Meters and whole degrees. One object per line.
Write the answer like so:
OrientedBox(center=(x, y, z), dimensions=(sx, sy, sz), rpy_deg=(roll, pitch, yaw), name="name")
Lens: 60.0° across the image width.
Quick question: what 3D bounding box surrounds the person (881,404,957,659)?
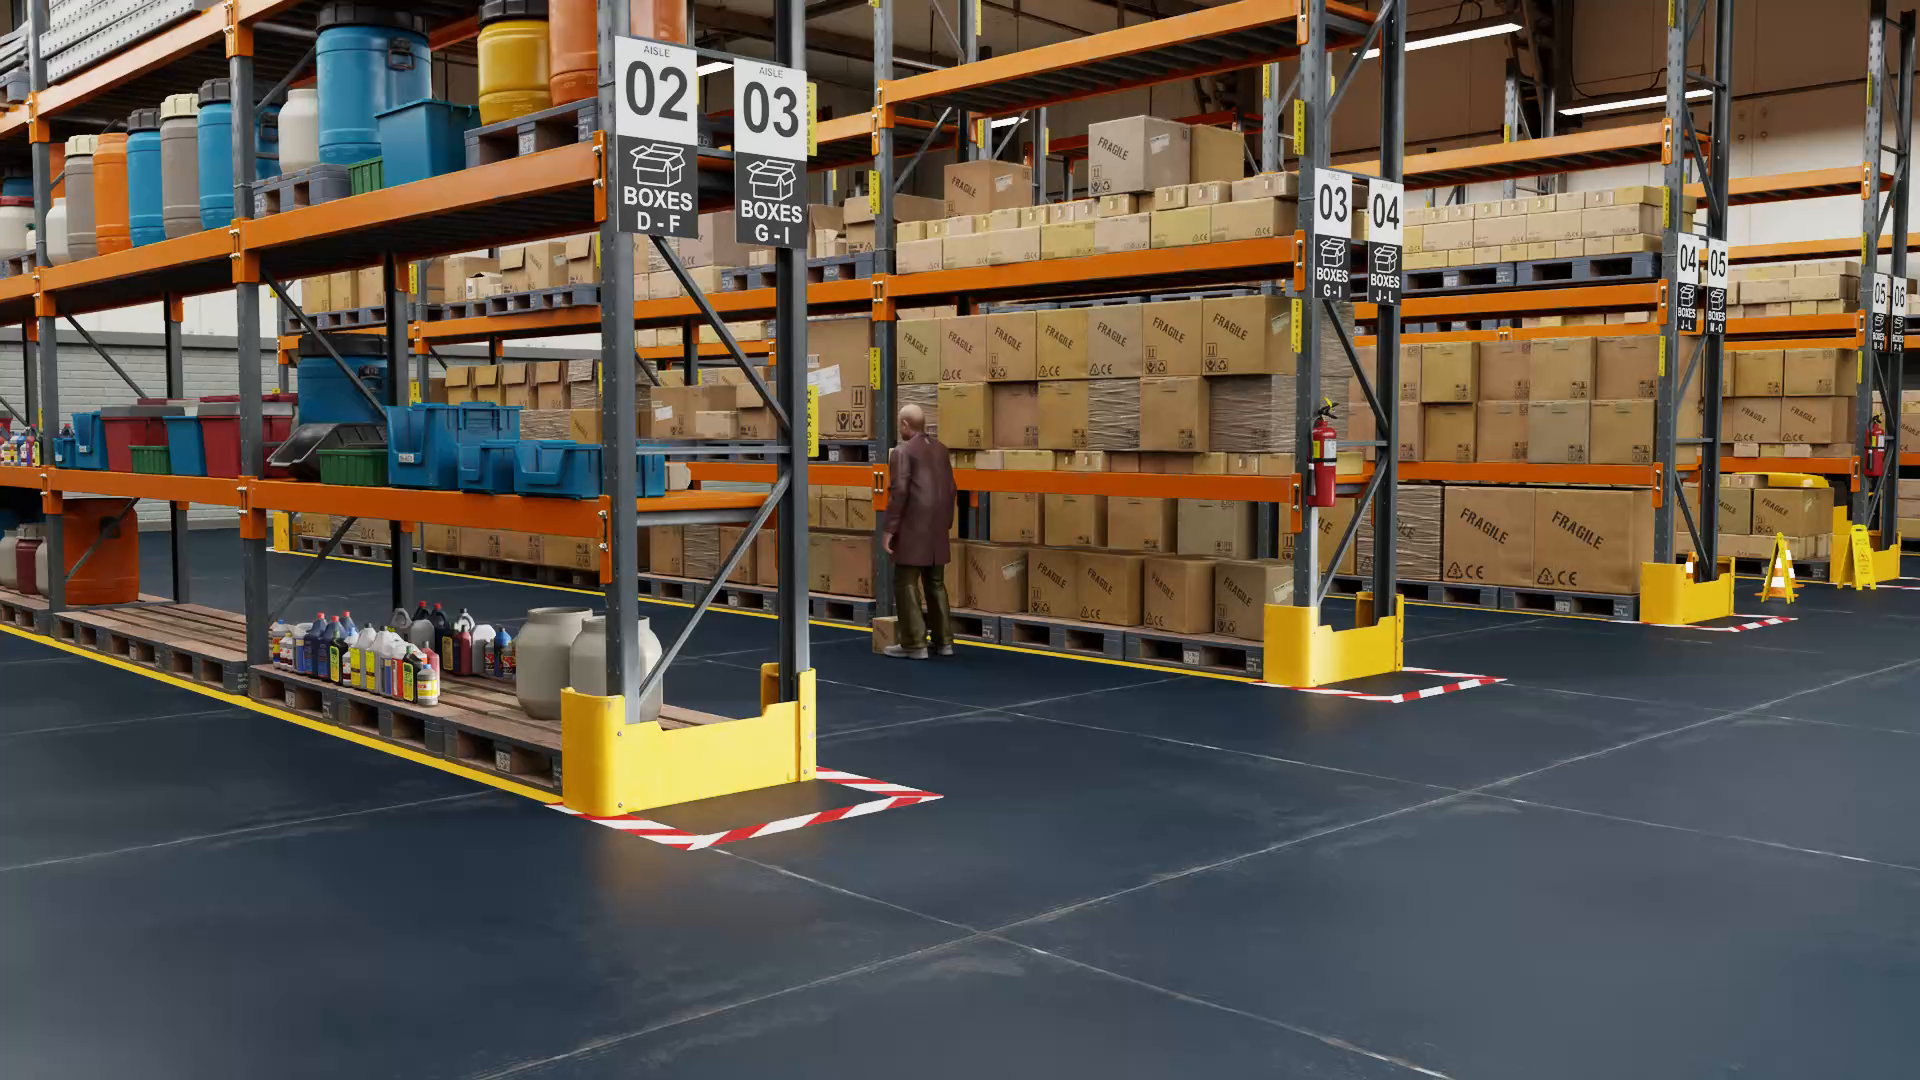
OrientedBox(center=(-0.291, -0.063, 11.673), dimensions=(0.419, 1.775, 0.655), rpy_deg=(4, 5, 44), name="person")
